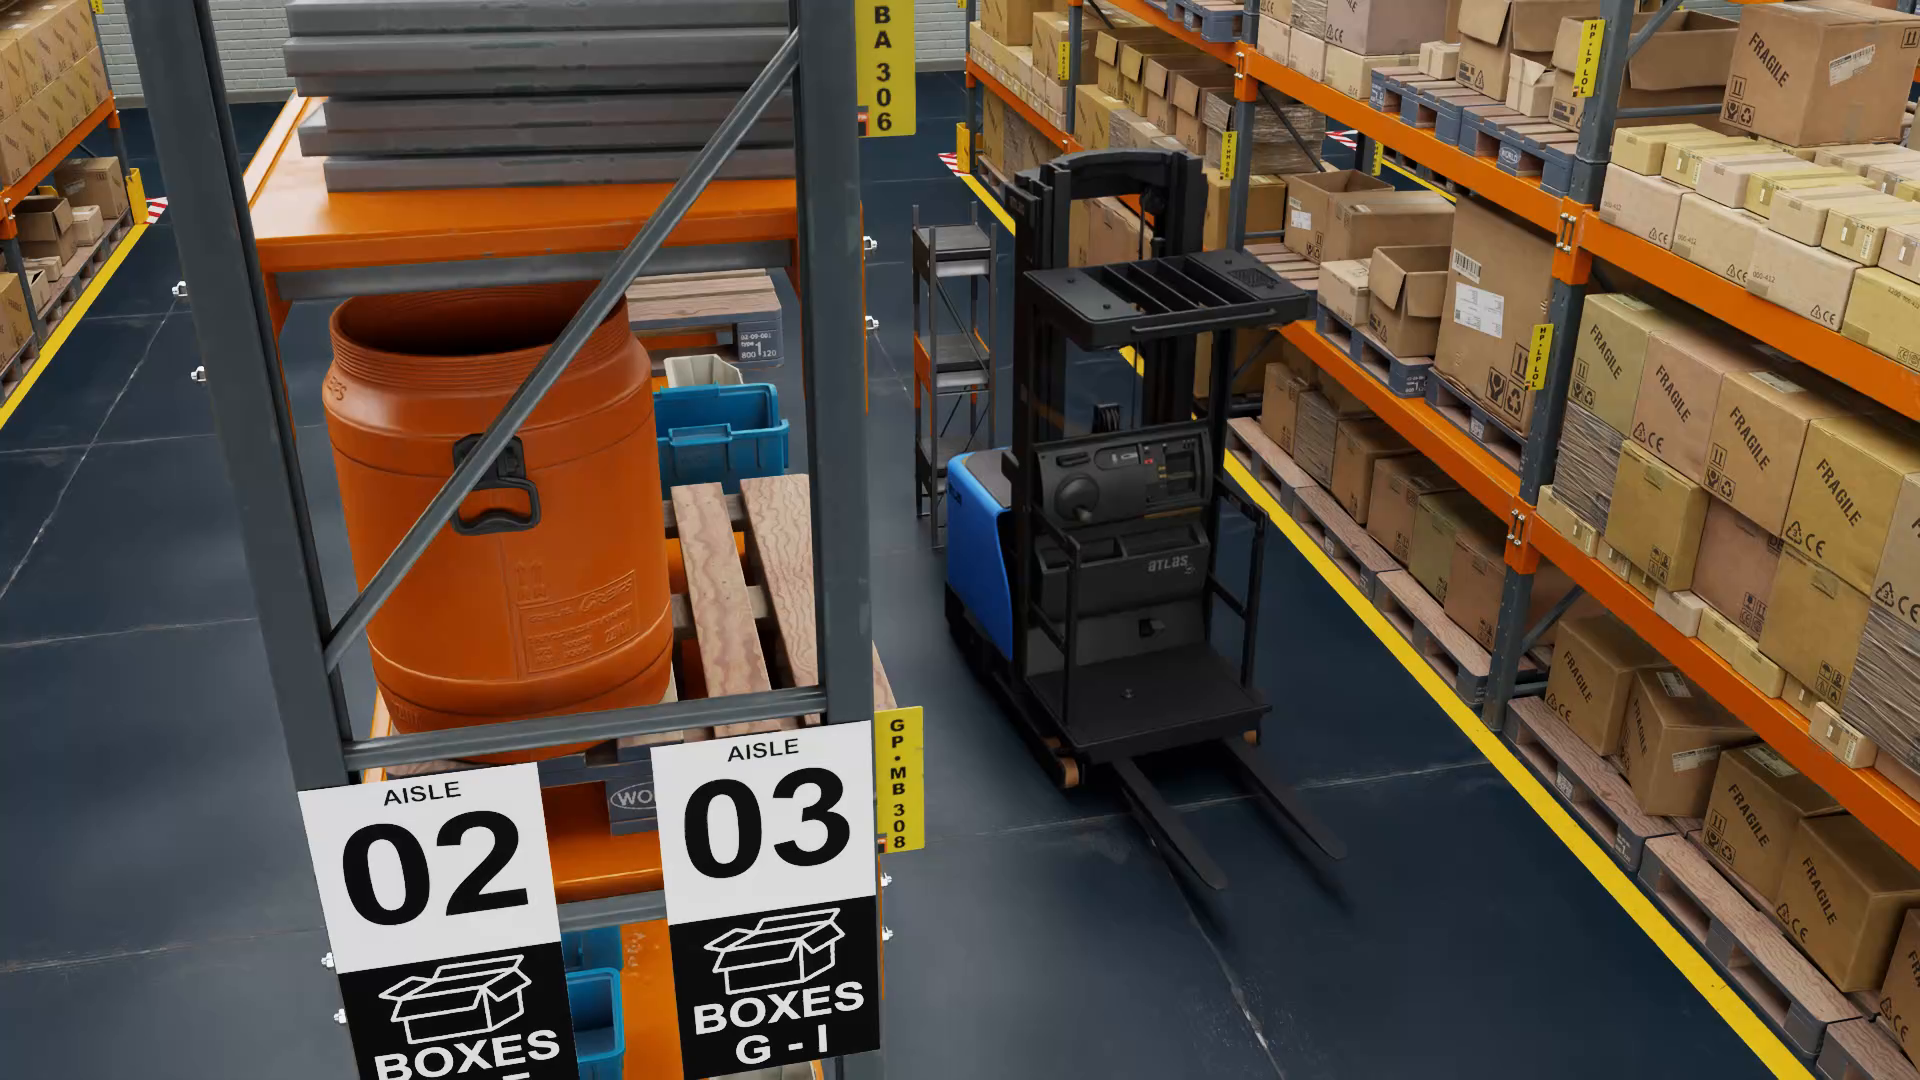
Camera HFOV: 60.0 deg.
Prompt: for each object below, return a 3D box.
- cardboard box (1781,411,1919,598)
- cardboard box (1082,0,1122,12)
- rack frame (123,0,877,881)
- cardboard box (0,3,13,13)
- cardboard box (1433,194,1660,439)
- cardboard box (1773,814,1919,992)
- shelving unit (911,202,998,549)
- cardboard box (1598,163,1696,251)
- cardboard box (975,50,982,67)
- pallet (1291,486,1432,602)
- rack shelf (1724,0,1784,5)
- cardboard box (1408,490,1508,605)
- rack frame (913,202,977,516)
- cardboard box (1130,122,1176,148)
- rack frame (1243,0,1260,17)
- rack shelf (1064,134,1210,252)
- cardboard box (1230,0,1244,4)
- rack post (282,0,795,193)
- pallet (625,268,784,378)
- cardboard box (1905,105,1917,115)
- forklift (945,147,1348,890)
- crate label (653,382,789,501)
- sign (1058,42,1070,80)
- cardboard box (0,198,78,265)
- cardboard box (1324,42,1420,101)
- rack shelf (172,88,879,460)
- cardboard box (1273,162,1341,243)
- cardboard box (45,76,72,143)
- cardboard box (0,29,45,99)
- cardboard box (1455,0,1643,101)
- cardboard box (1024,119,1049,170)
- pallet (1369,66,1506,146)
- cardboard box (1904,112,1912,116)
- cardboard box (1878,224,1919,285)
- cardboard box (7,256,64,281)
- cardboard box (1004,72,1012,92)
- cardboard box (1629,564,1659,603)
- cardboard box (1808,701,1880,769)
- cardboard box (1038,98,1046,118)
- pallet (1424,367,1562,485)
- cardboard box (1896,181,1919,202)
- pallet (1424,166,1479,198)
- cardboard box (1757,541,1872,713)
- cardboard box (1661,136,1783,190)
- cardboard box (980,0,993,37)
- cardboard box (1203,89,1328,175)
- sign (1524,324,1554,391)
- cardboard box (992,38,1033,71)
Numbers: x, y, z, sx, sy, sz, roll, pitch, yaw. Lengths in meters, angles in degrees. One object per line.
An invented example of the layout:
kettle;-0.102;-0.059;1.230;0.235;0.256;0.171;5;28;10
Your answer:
cardboard box;3.472;-0.144;6.156;0.500;0.500;0.500;-6;27;-12
cardboard box;1.381;-4.995;16.321;0.500;0.500;0.500;-7;28;-13
rack frame;-0.656;-0.820;2.388;1.000;3.000;0.127;-6;27;-12
cardboard box;-9.120;-4.705;15.523;0.500;0.500;0.500;-6;27;-11
cardboard box;3.226;-1.219;8.705;1.000;1.000;1.000;-6;27;-11
cardboard box;3.755;1.472;6.813;0.500;0.500;0.500;-3;27;-7
shelving unit;-0.037;-1.010;10.421;0.431;2.100;0.503;-6;27;-12
cardboard box;3.120;-1.450;7.131;0.500;0.250;0.500;-7;28;-14
cardboard box;0.382;-5.255;18.111;0.380;0.149;0.250;-6;27;-12
pallet;2.813;-0.034;10.584;1.003;0.211;1.213;-6;27;-12
rack shelf;6.771;-4.512;13.830;1.077;0.370;4.000;-6;27;-12
cardboard box;3.062;0.035;9.637;0.700;0.500;0.500;-6;27;-12
rack frame;-0.092;-1.117;10.633;0.400;2.100;0.015;-6;27;-12
cardboard box;1.674;-3.064;13.380;0.500;0.500;0.500;-5;27;-11
rack frame;2.367;-4.835;10.343;1.000;3.000;0.127;-6;27;-12
rack shelf;1.916;-2.714;13.596;1.077;0.370;4.000;-6;27;-12
cardboard box;2.159;-3.990;11.417;0.797;0.503;0.637;-4;27;-9
rack post;-0.702;-0.942;3.184;0.937;0.300;0.954;-3;27;-6
pallet;-1.299;-0.846;5.978;1.213;0.211;1.003;-6;27;-12
cardboard box;10.881;-4.643;18.996;0.875;0.438;0.875;-7;28;-13
forklift;0.900;-0.279;8.049;1.130;2.935;3.031;-9;28;-18
crate label;-0.756;-0.270;4.792;0.502;0.251;0.408;-6;27;-12
sign;0.925;-4.278;14.848;0.100;0.325;0.005;-6;27;-12
cardboard box;-8.615;-2.815;15.280;0.797;0.503;0.637;-6;27;-12
cardboard box;2.465;-2.747;9.701;0.500;0.250;0.500;-5;27;-10
rack shelf;-1.106;-1.199;4.380;1.077;0.370;4.000;-6;27;-12
cardboard box;2.522;-2.443;12.150;0.500;0.500;0.500;-5;27;-10
cardboard box;-8.381;-3.872;14.982;0.500;0.500;0.500;-6;27;-12
cardboard box;-8.251;-4.087;14.298;0.500;0.500;0.500;-7;28;-13
cardboard box;3.046;-2.604;8.670;0.797;0.503;0.637;-5;27;-9
cardboard box;1.192;-3.845;16.931;0.875;0.875;0.875;-6;27;-12
pallet;2.996;-2.393;9.042;1.213;0.211;1.003;-6;27;-12
cardboard box;7.244;-3.298;13.107;0.380;0.149;0.250;-7;28;-13
cardboard box;3.463;-0.999;5.795;0.380;0.149;0.250;-5;27;-10
cardboard box;-8.275;-2.425;14.882;0.380;0.166;0.250;-6;27;-12
cardboard box;0.670;-4.692;16.997;0.380;0.149;0.250;-7;28;-13
cardboard box;3.216;0.163;7.377;0.380;0.149;0.250;-6;27;-12
cardboard box;3.464;0.715;6.283;0.380;0.149;0.250;-6;27;-12
cardboard box;0.962;-4.127;15.877;0.380;0.149;0.250;-6;27;-12
pallet;3.238;-0.666;8.953;1.003;0.211;1.213;-6;27;-12
cardboard box;3.809;-1.271;6.333;0.380;0.149;0.250;-5;27;-10
pallet;5.856;-3.955;18.352;1.003;0.211;1.213;-6;27;-12
cardboard box;3.671;0.281;6.422;0.875;0.500;0.500;-6;27;-12
cardboard box;3.168;-1.567;6.921;0.380;0.149;0.250;-7;28;-14
cardboard box;0.522;-5.612;17.544;0.500;0.500;0.500;-7;28;-13
cardboard box;2.218;-2.972;12.085;0.797;0.503;0.637;-5;27;-10
sign;2.728;-0.860;7.840;0.100;0.325;0.005;-6;27;-12
cardboard box;0.642;-5.048;17.259;0.500;0.250;0.500;-7;28;-13
